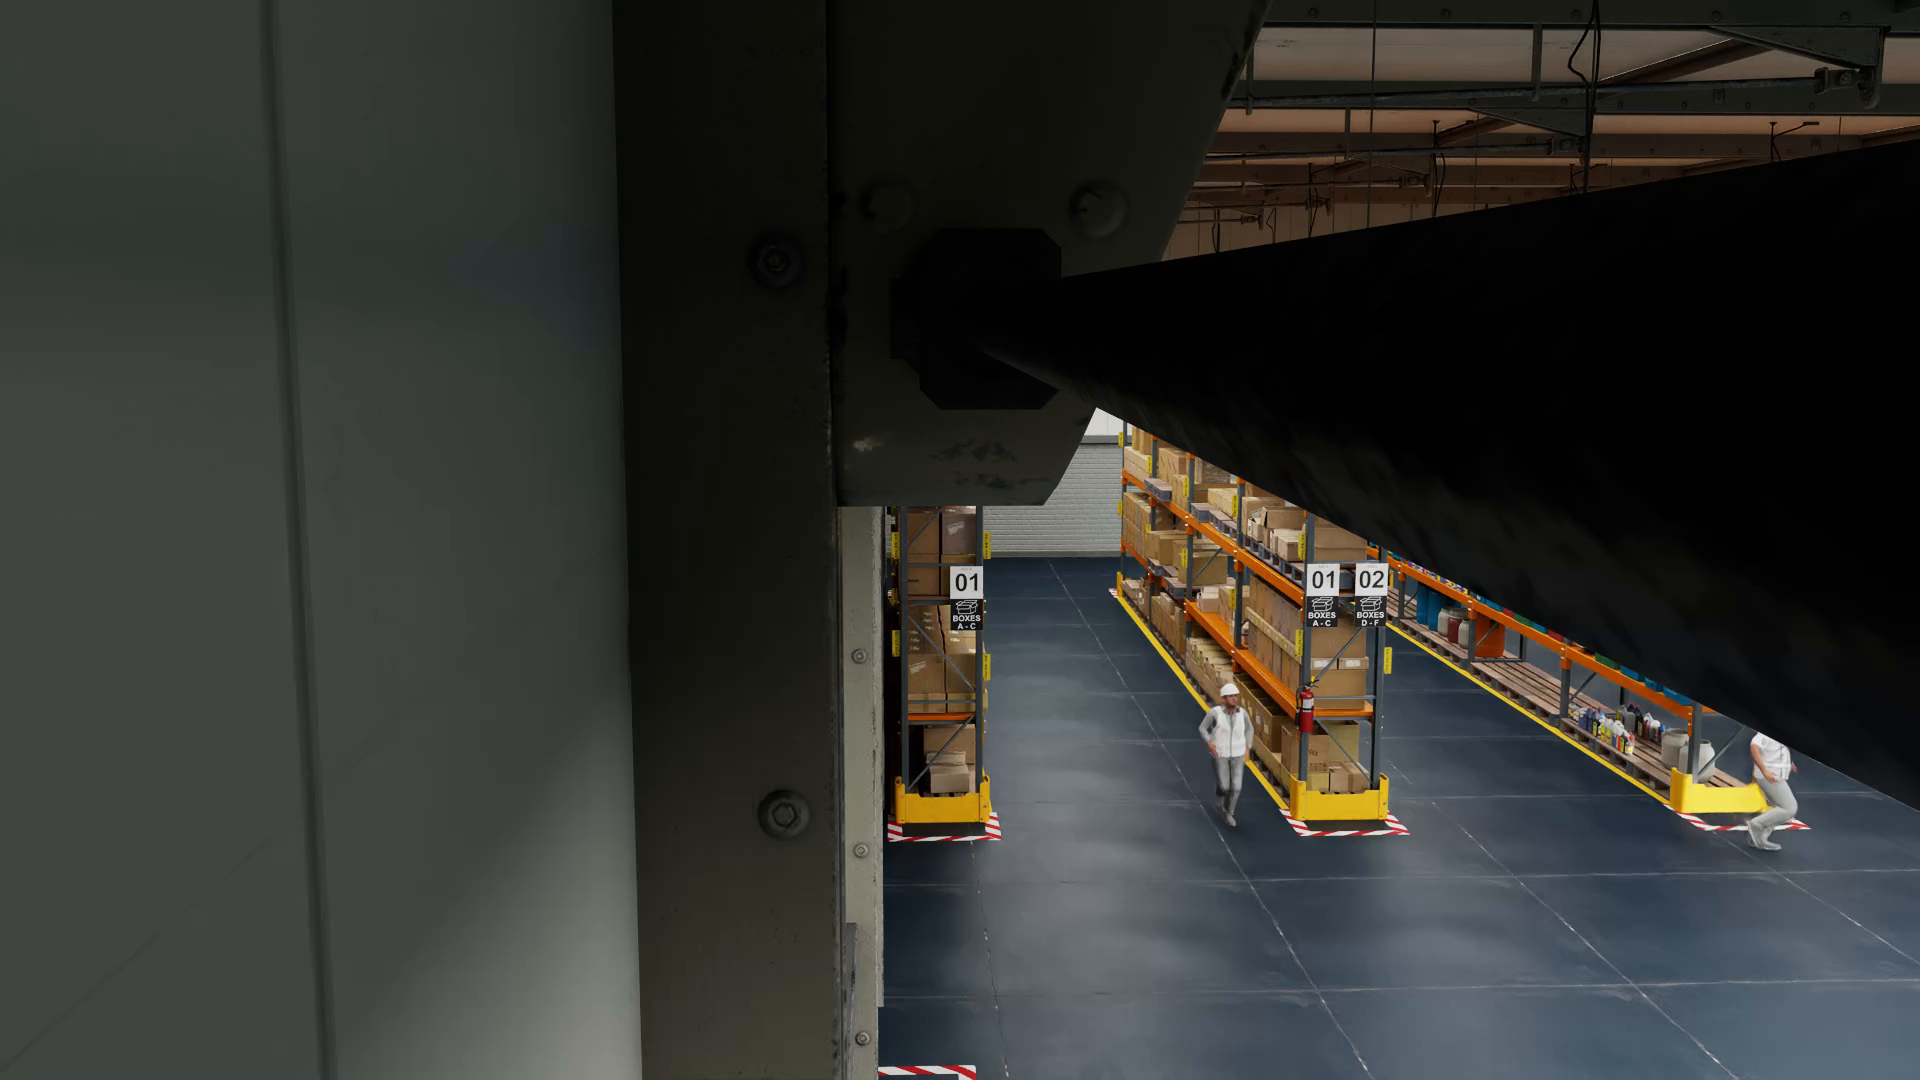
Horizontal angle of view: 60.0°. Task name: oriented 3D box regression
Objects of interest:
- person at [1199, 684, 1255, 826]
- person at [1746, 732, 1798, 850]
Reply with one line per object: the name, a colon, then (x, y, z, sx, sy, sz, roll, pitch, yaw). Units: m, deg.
person: (3.292, 2.626, 20.438, 0.690, 1.741, 0.537, -1, 8, -4)
person: (9.529, 2.752, 19.471, 0.535, 1.722, 0.689, 4, 9, 25)
